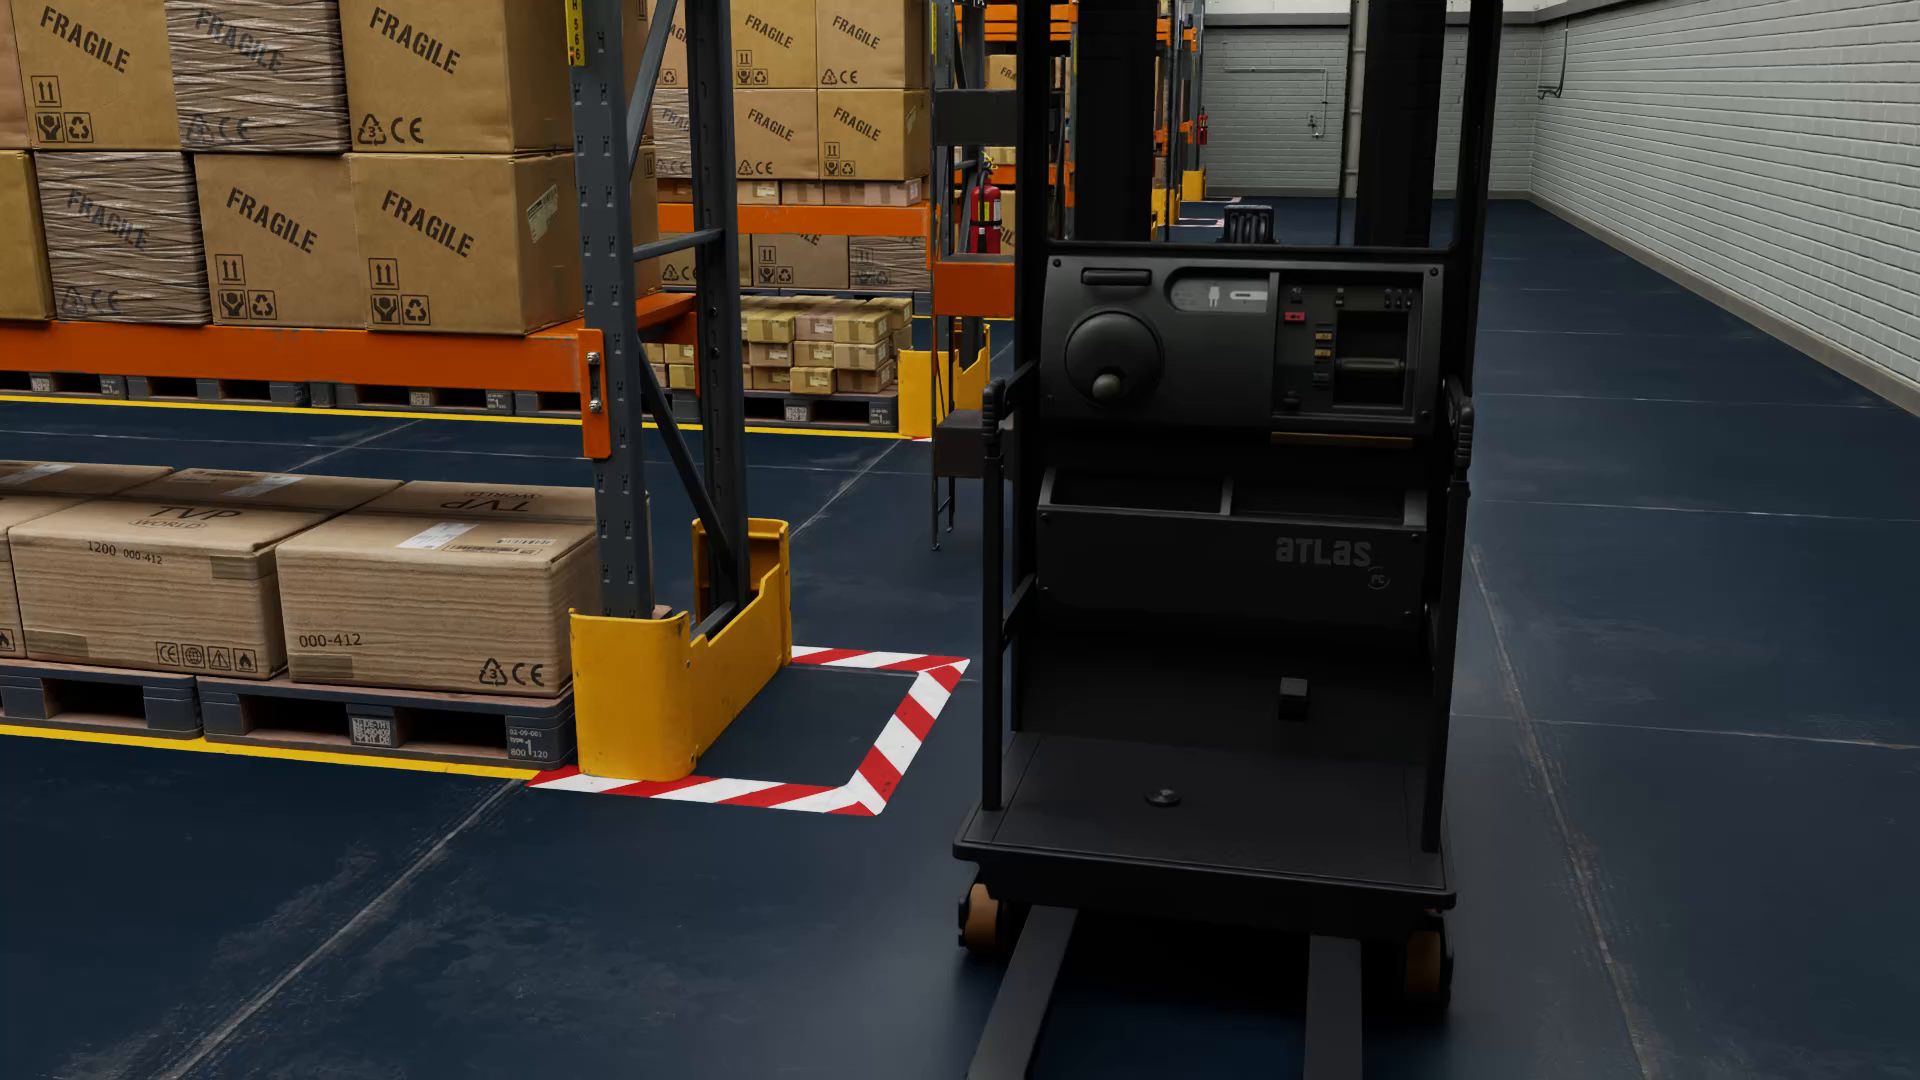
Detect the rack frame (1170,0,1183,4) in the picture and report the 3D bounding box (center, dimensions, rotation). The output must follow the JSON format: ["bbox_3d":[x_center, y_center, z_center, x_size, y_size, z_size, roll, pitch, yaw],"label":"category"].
[{"bbox_3d":[3.055,-8.965,22.998,0.127,3.000,1.000,3,16,11],"label":"rack frame"}]

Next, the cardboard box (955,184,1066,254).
[{"bbox_3d":[0.434,-2.674,14.719,0.875,0.875,0.875,3,16,11],"label":"cardboard box"}]

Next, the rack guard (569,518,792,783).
[{"bbox_3d":[-0.874,0.316,5.415,0.348,0.500,1.175,3,16,11],"label":"rack guard"}]

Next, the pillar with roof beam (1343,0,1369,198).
[{"bbox_3d":[5.999,-9.217,23.910,0.400,9.000,9.100,3,16,11],"label":"pillar with roof beam"}]

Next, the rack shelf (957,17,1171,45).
[{"bbox_3d":[1.095,-7.279,23.879,4.000,0.370,1.077,3,16,11],"label":"rack shelf"}]

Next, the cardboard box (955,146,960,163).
[{"bbox_3d":[-0.084,-3.335,14.382,0.250,0.149,0.380,3,16,12],"label":"cardboard box"}]

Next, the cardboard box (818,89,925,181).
[{"bbox_3d":[-0.502,-2.338,9.570,0.500,0.500,0.500,3,16,12],"label":"cardboard box"}]

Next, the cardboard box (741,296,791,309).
[{"bbox_3d":[-1.231,-1.444,10.524,0.250,0.149,0.380,2,16,8],"label":"cardboard box"}]

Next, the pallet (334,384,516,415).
[{"bbox_3d":[-3.265,-1.033,10.824,1.213,0.211,1.003,3,16,11],"label":"pallet"}]

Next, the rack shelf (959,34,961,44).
[{"bbox_3d":[-1.841,-8.788,29.326,4.000,0.370,1.077,3,16,11],"label":"rack shelf"}]

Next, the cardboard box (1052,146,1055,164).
[{"bbox_3d":[0.663,-3.294,14.235,0.250,0.149,0.380,3,16,12],"label":"cardboard box"}]

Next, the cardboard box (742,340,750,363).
[{"bbox_3d":[-1.336,-1.184,10.143,0.250,0.149,0.380,3,16,10],"label":"cardboard box"}]

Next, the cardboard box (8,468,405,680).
[{"bbox_3d":[-2.463,0.087,5.572,0.875,0.438,0.875,4,16,13],"label":"cardboard box"}]

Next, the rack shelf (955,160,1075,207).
[{"bbox_3d":[-0.882,-3.242,14.924,4.000,0.370,1.077,3,16,11],"label":"rack shelf"}]

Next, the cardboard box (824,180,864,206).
[{"bbox_3d":[-0.622,-2.036,9.692,0.250,0.149,0.380,3,16,11],"label":"cardboard box"}]

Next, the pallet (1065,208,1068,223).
[{"bbox_3d":[2.199,-4.776,24.338,1.213,0.211,1.003,3,16,11],"label":"pallet"}]

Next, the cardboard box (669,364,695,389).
[{"bbox_3d":[-1.588,-1.023,10.119,0.250,0.149,0.380,2,16,9],"label":"cardboard box"}]

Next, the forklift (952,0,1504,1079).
[{"bbox_3d":[0.614,-0.481,3.740,1.130,2.935,3.031,3,16,12],"label":"forklift"}]

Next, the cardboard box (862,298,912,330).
[{"bbox_3d":[-0.456,-1.422,10.446,0.250,0.149,0.380,2,16,9],"label":"cardboard box"}]

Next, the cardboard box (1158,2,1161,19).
[{"bbox_3d":[2.602,-7.541,23.757,0.500,0.250,0.500,3,16,11],"label":"cardboard box"}]

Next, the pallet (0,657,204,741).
[{"bbox_3d":[-2.888,0.366,5.774,1.213,0.211,1.003,3,16,11],"label":"pallet"}]

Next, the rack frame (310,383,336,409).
[{"bbox_3d":[-3.930,-2.403,10.548,0.127,3.000,1.000,3,16,11],"label":"rack frame"}]

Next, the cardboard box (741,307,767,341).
[{"bbox_3d":[-1.334,-1.307,10.029,0.250,0.149,0.380,2,16,9],"label":"cardboard box"}]

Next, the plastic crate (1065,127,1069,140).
[{"bbox_3d":[1.229,-4.676,19.135,0.243,0.136,0.396,3,16,11],"label":"plastic crate"}]

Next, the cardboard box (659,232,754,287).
[{"bbox_3d":[-2.212,-2.817,15.238,0.875,0.875,0.875,3,16,11],"label":"cardboard box"}]

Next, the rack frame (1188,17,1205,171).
[{"bbox_3d":[4.039,-7.370,28.478,0.127,3.000,1.000,3,16,11],"label":"rack frame"}]

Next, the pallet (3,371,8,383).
[{"bbox_3d":[-7.084,-1.230,11.537,1.213,0.211,1.003,3,16,11],"label":"pallet"}]

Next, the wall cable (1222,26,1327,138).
[{"bbox_3d":[5.482,-8.039,28.990,1.851,1.984,0.084,3,16,11],"label":"wall cable"}]

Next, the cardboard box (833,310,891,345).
[{"bbox_3d":[-0.579,-1.267,9.887,0.250,0.149,0.380,3,16,12],"label":"cardboard box"}]

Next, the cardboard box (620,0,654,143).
[{"bbox_3d":[-1.311,-1.520,5.300,0.500,0.500,0.500,3,16,10],"label":"cardboard box"}]

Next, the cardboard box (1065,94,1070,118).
[{"bbox_3d":[1.565,-6.129,23.812,0.500,0.500,0.500,3,16,12],"label":"cardboard box"}]

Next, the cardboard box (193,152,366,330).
[{"bbox_3d":[-1.912,-0.925,5.025,0.500,0.500,0.500,3,16,10],"label":"cardboard box"}]

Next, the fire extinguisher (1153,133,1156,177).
[{"bbox_3d":[2.122,-4.434,18.724,0.183,0.674,0.296,3,16,11],"label":"fire extinguisher"}]

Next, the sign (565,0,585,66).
[{"bbox_3d":[-1.019,-1.421,4.389,0.005,0.325,0.100,3,16,11],"label":"sign"}]

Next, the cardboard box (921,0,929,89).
[{"bbox_3d":[-0.397,-2.957,9.930,0.500,0.500,0.500,3,16,11],"label":"cardboard box"}]

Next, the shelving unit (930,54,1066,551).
[{"bbox_3d":[0.162,-1.003,7.180,0.503,2.100,0.431,3,16,11],"label":"shelving unit"}]

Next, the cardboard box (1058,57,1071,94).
[{"bbox_3d":[1.560,-6.608,23.669,0.500,0.500,0.500,4,16,13],"label":"cardboard box"}]

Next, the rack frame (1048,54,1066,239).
[{"bbox_3d":[0.401,-0.990,7.133,0.015,2.100,0.400,3,16,11],"label":"rack frame"}]

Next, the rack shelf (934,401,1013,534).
[{"bbox_3d":[0.162,-0.315,7.370,0.480,0.518,0.431,3,16,11],"label":"rack shelf"}]

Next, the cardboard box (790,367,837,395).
[{"bbox_3d":[-0.840,-0.979,9.962,0.250,0.149,0.380,4,16,13],"label":"cardboard box"}]

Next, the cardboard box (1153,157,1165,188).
[{"bbox_3d":[3.333,-6.378,28.795,0.500,0.500,0.700,3,16,11],"label":"cardboard box"}]

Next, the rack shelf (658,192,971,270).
[{"bbox_3d":[-1.970,-1.950,10.260,4.000,0.370,1.077,3,16,11],"label":"rack shelf"}]

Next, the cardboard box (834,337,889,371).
[{"bbox_3d":[-0.584,-1.115,9.896,0.250,0.149,0.380,3,16,10],"label":"cardboard box"}]

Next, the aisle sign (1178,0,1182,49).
[{"bbox_3d":[3.061,-7.243,23.149,0.004,0.787,0.394,3,16,11],"label":"aisle sign"}]

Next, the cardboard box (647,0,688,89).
[{"bbox_3d":[-1.516,-2.875,9.635,0.500,0.500,0.500,4,16,14],"label":"cardboard box"}]

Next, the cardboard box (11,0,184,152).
[{"bbox_3d":[-2.419,-1.431,4.977,0.500,0.500,0.500,3,16,11],"label":"cardboard box"}]

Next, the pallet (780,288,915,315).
[{"bbox_3d":[-0.914,-2.226,15.133,1.213,0.211,1.003,3,16,11],"label":"pallet"}]
